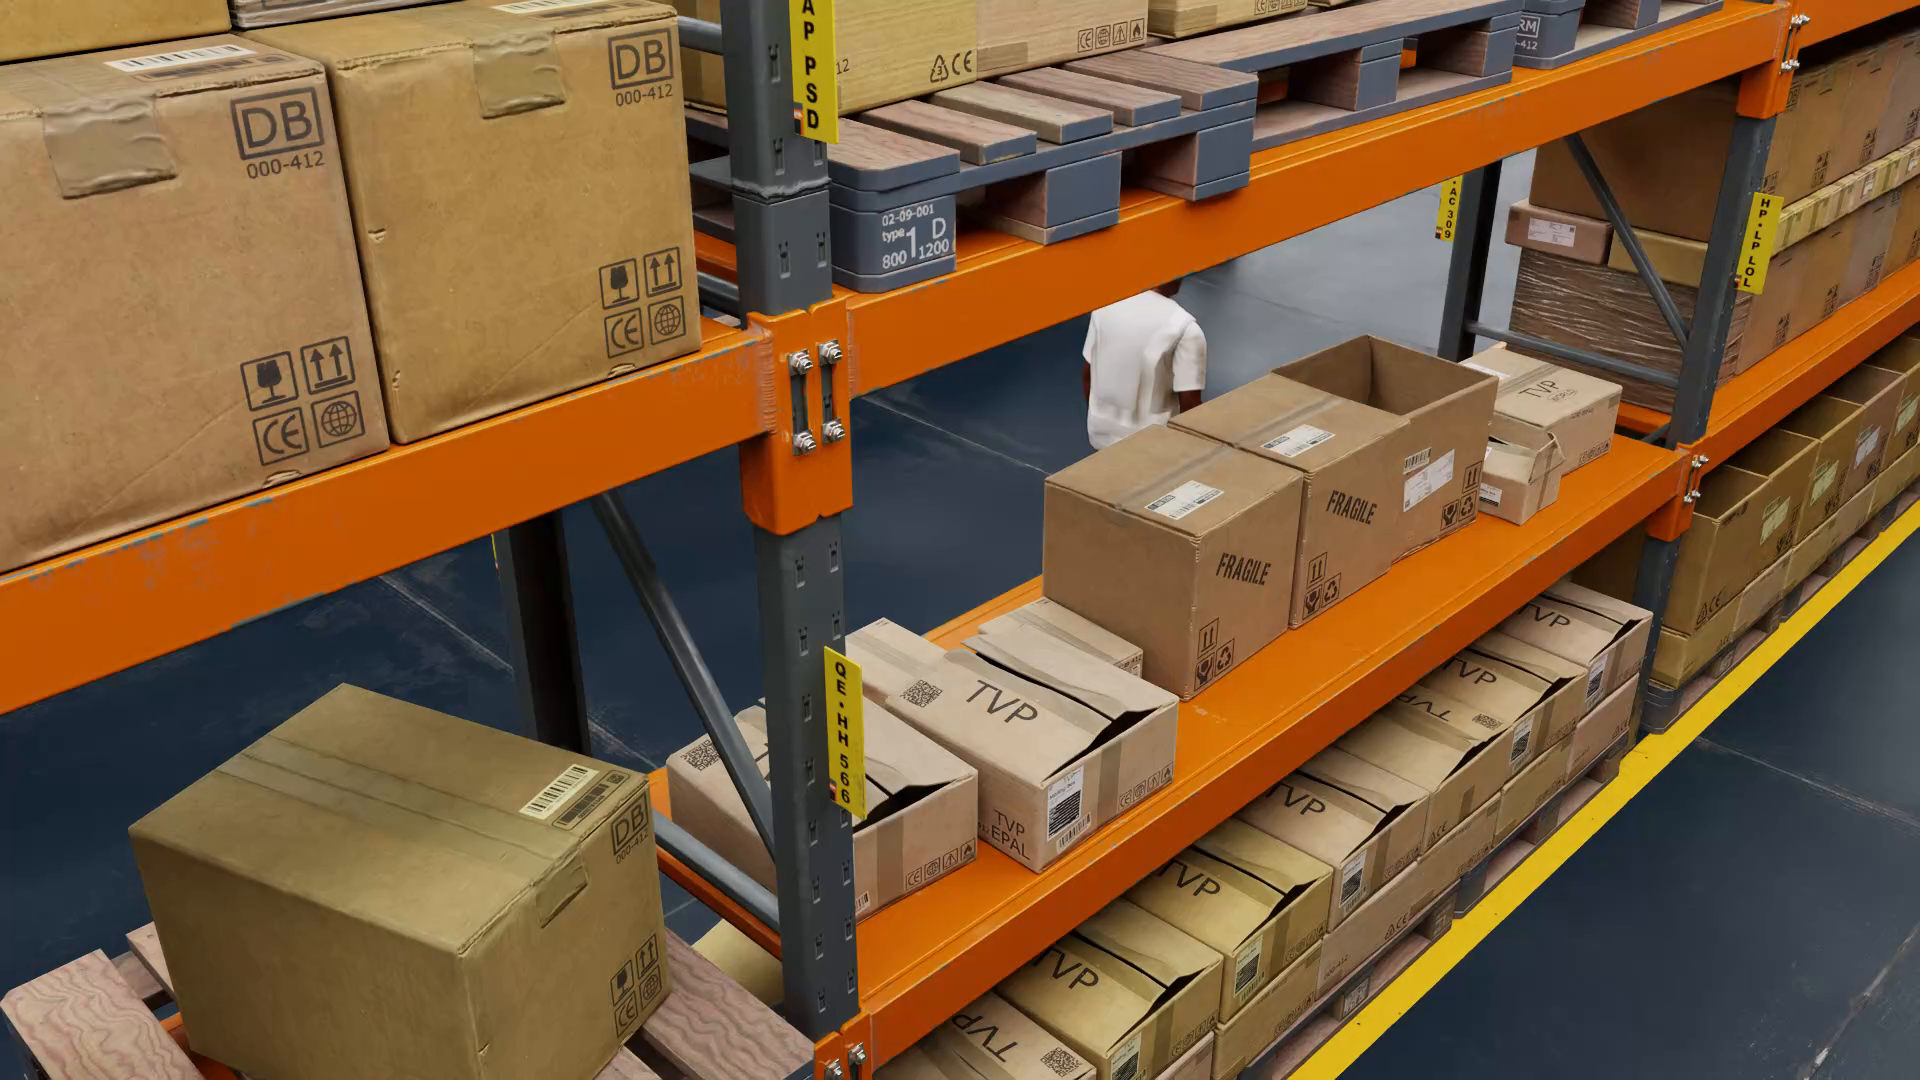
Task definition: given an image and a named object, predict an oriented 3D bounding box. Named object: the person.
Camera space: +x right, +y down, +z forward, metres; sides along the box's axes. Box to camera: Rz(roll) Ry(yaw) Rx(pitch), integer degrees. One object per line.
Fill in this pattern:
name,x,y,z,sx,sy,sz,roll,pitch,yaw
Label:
person,0.778,-0.430,6.923,0.456,1.761,0.627,-25,36,-39
